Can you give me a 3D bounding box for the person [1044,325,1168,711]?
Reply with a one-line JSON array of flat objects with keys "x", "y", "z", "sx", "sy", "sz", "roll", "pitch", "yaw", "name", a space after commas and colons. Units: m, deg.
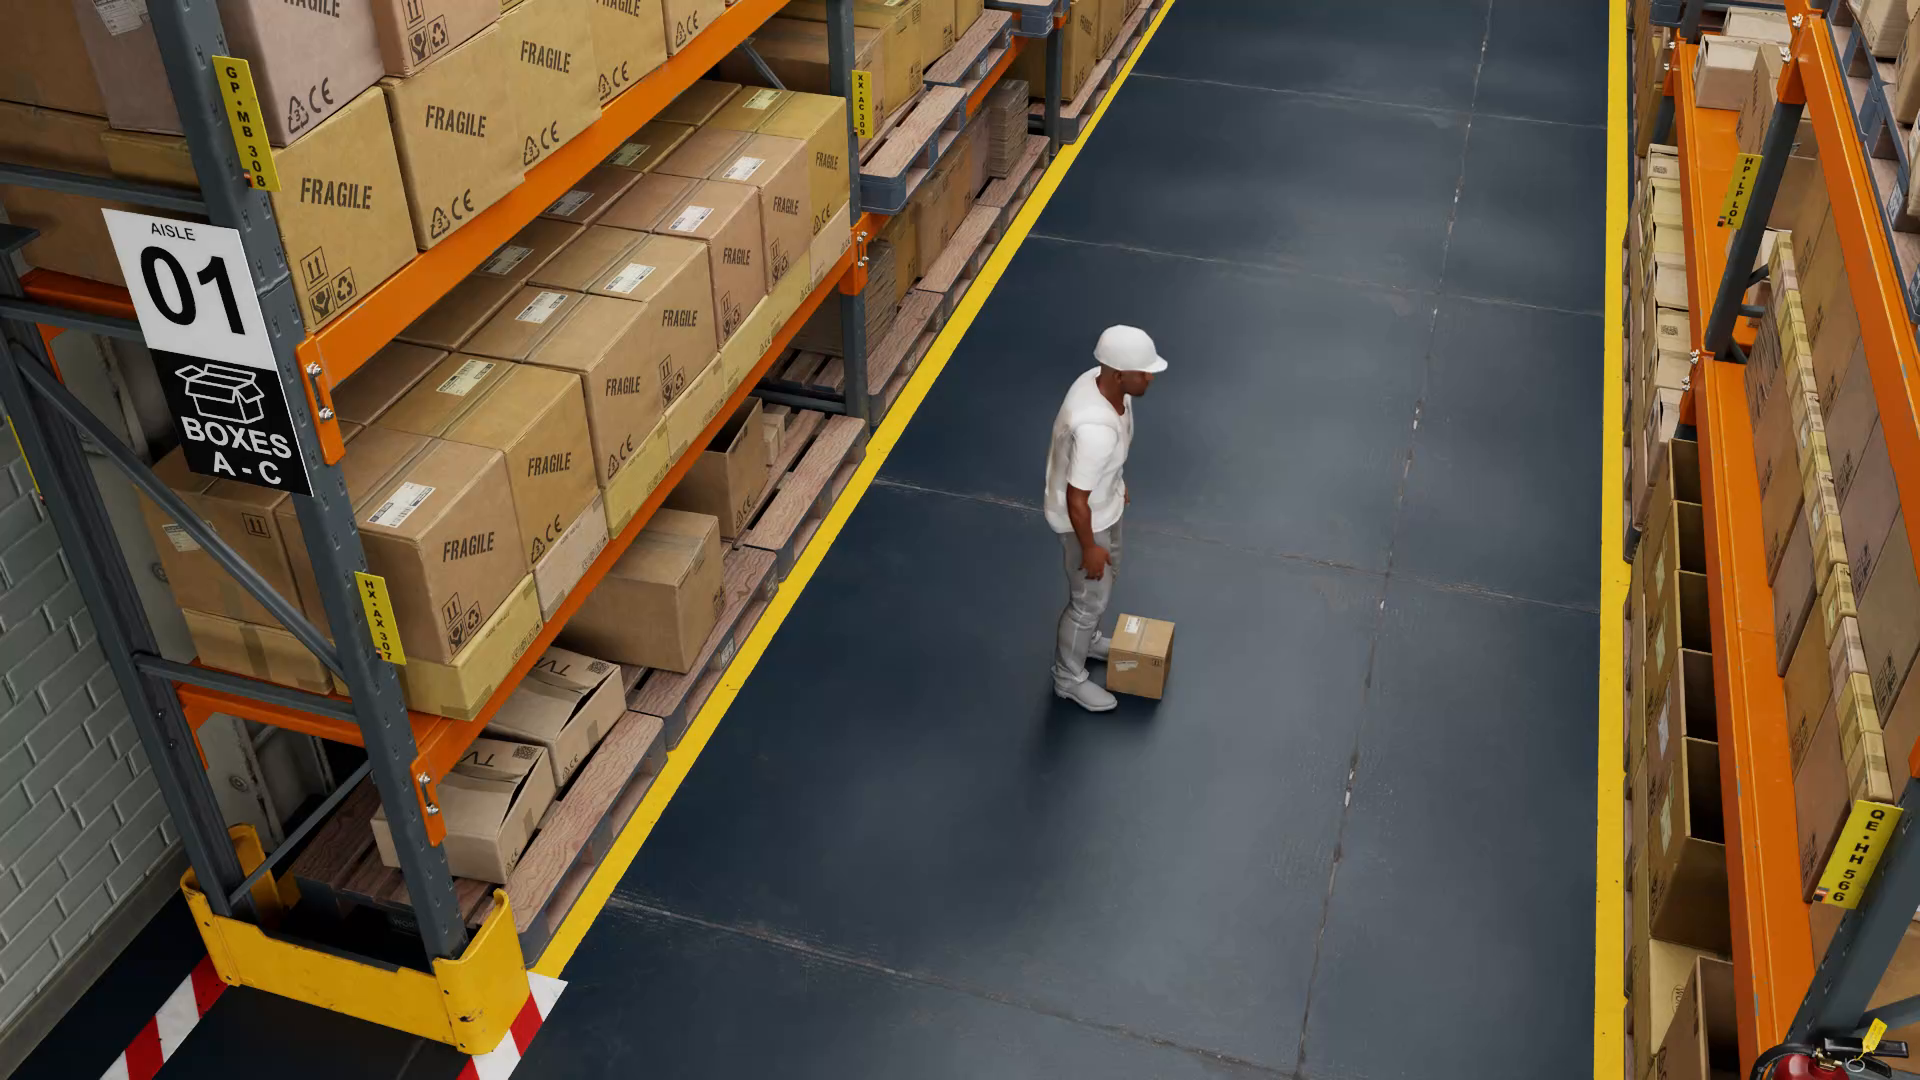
[{"x": 0.591, "y": -0.120, "z": 7.037, "sx": 0.459, "sy": 1.761, "sz": 0.638, "roll": 9, "pitch": 38, "yaw": 12, "name": "person"}]
